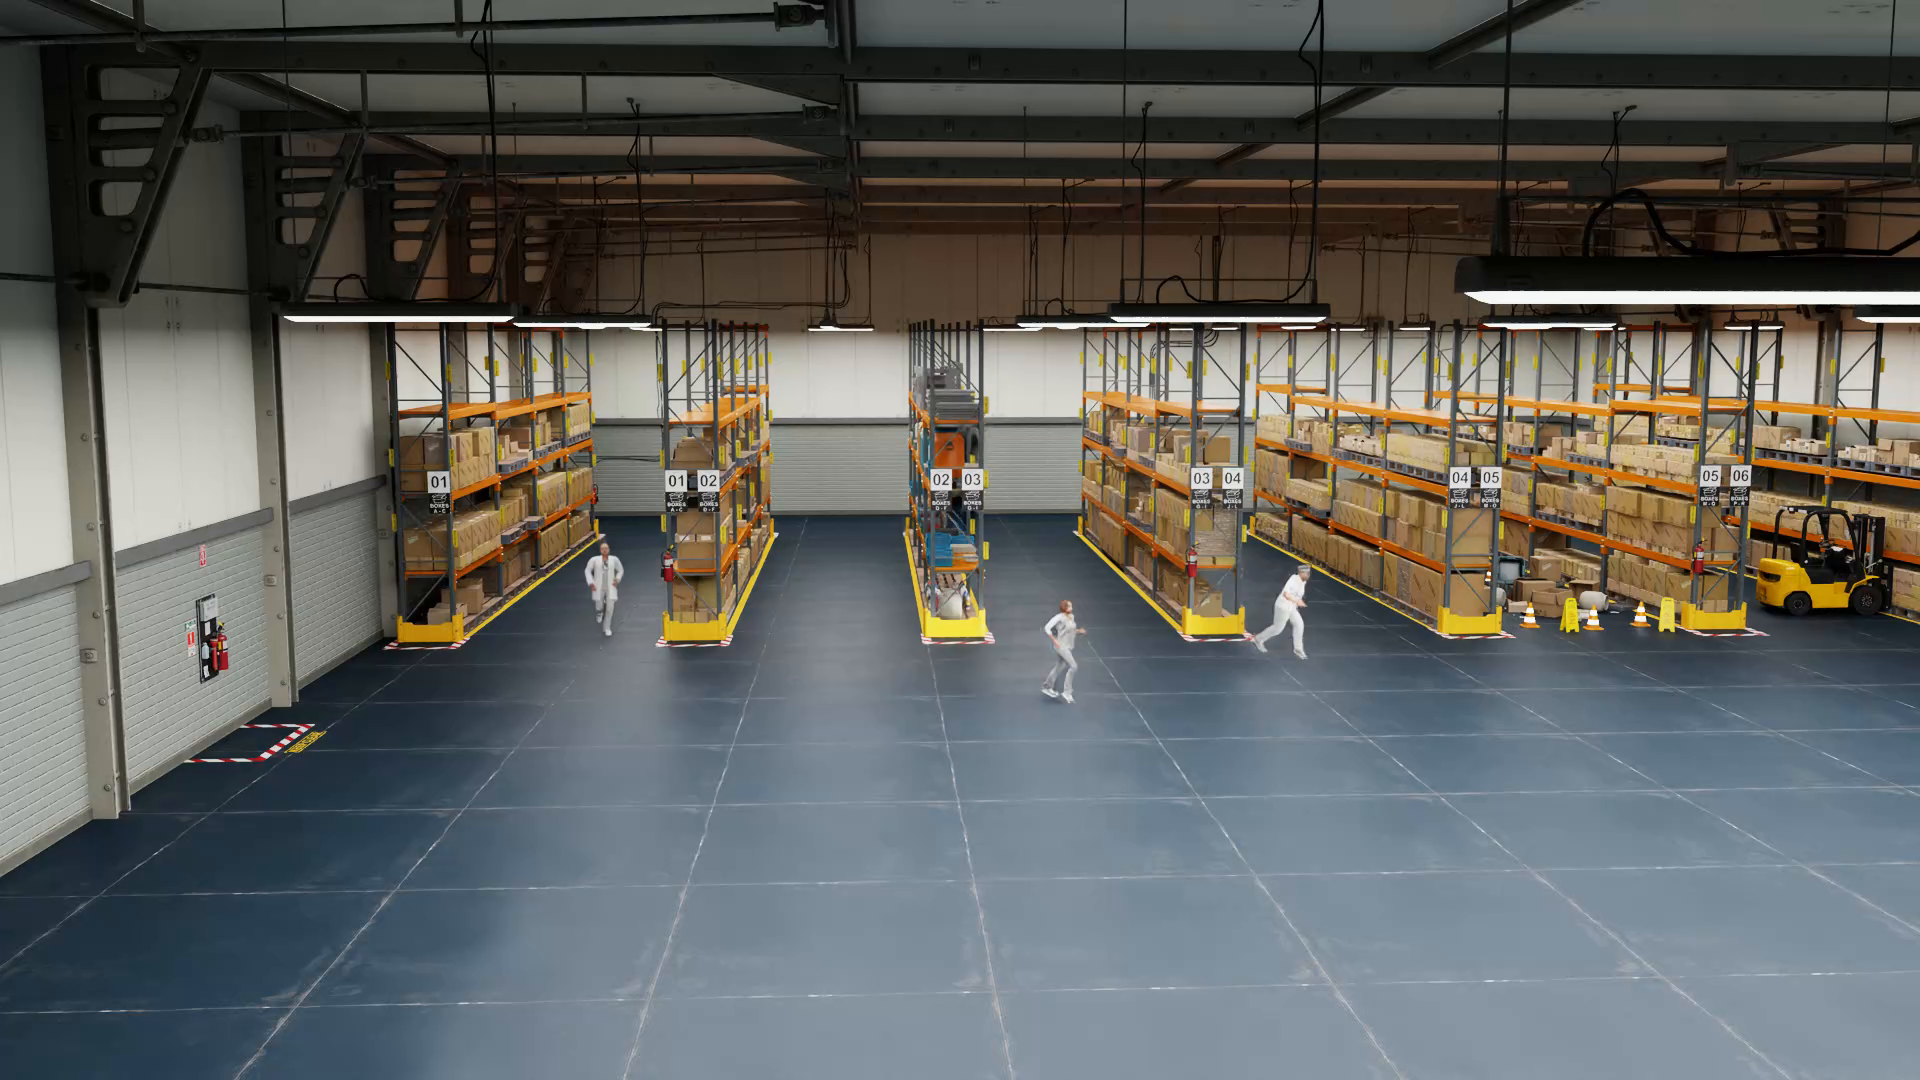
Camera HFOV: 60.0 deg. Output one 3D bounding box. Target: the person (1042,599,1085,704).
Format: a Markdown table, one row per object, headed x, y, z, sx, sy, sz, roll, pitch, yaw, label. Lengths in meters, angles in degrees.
| x | y | z | sx | sy | sz | roll | pitch | yaw | label |
| --- | --- | --- | --- | --- | --- | --- | --- | --- | --- |
| 1.625 | 1.737 | 26.039 | 0.710 | 1.644 | 0.507 | 4 | 8 | 28 | person |

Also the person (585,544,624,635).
| x | y | z | sx | sy | sz | roll | pitch | yaw | label |
| --- | --- | --- | --- | --- | --- | --- | --- | --- | --- |
| -6.832 | 0.929 | 32.011 | 0.744 | 1.737 | 0.677 | -2 | 7 | -13 | person |

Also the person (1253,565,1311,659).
| x | y | z | sx | sy | sz | roll | pitch | yaw | label |
| --- | --- | --- | --- | --- | --- | --- | --- | --- | --- |
| 5.748 | 1.263 | 29.657 | 1.024 | 1.721 | 0.704 | 3 | 8 | 26 | person |
